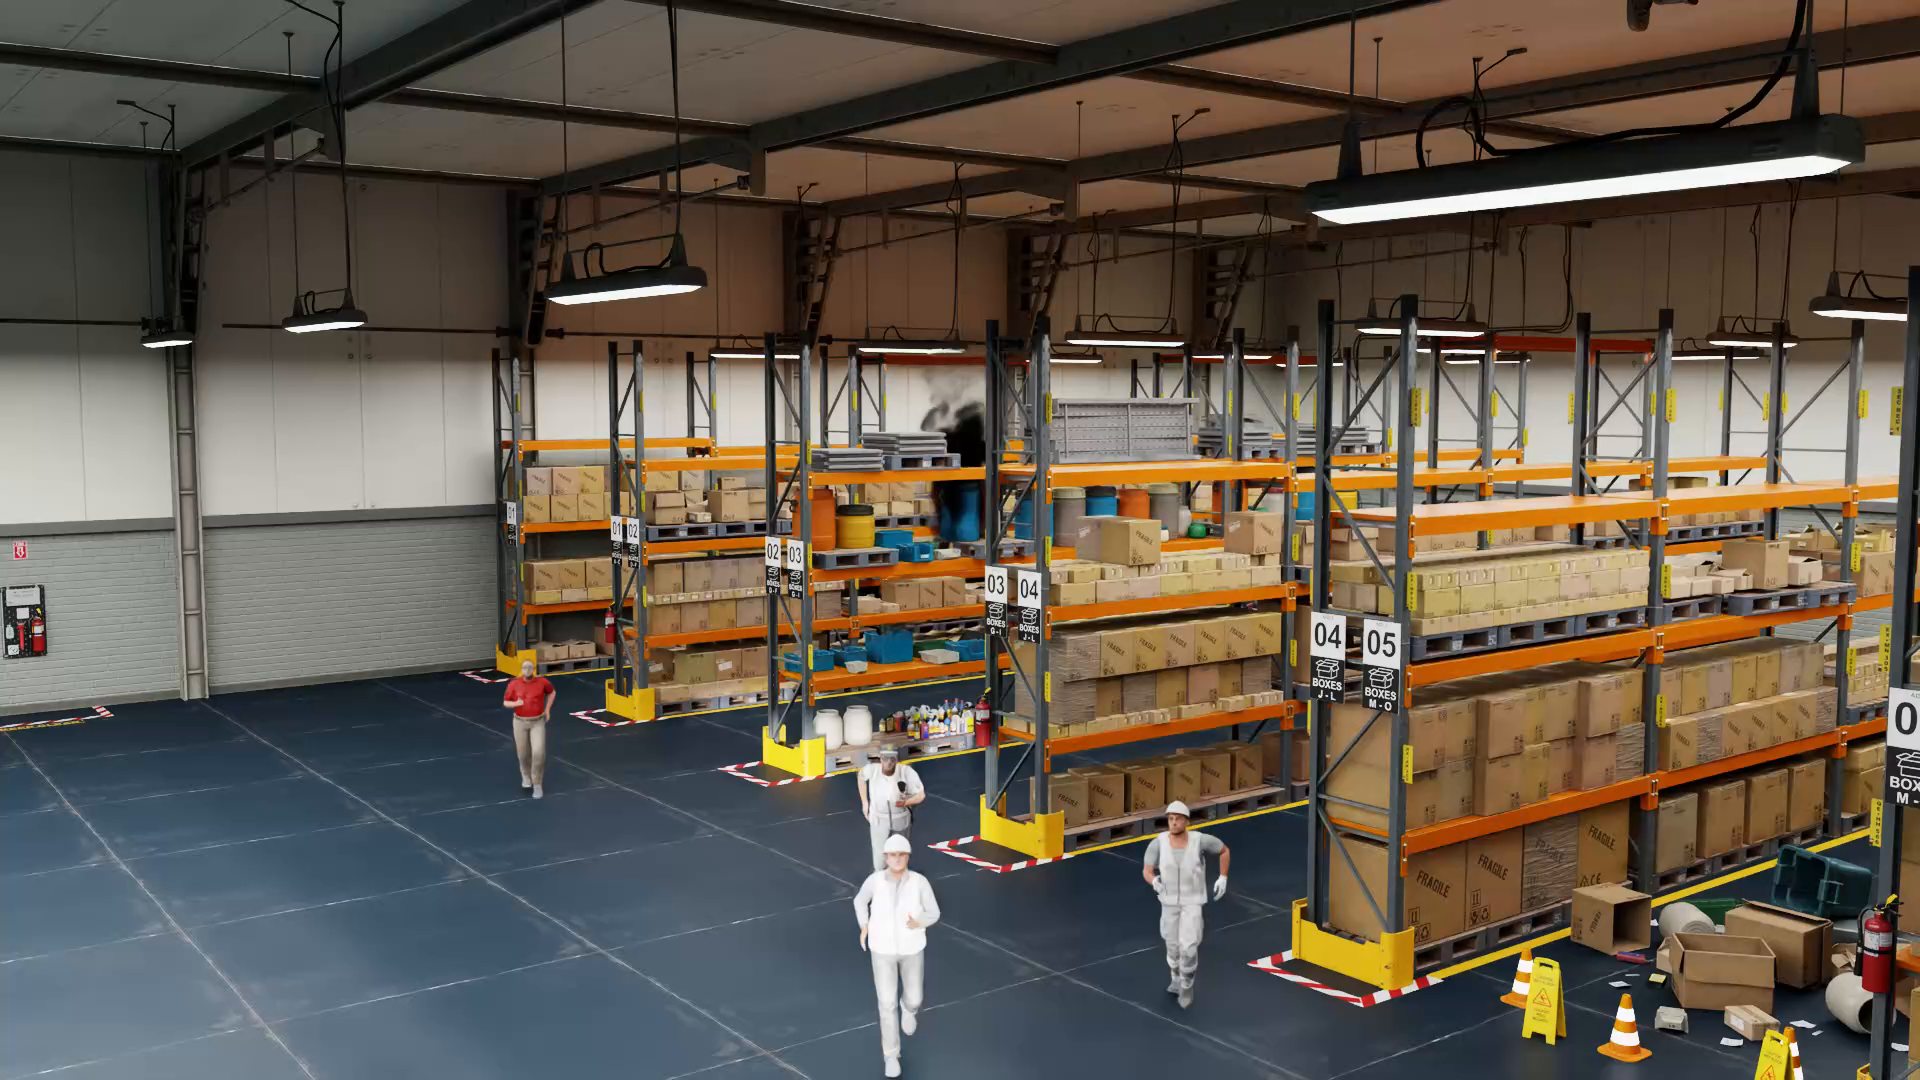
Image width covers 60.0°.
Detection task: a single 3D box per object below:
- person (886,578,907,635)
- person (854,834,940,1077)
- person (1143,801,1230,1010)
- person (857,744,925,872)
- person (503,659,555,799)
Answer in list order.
[{"bbox_3d":[-1.164,1.542,31.986,0.834,1.623,0.588,-4,6,-39],"label":"person"},{"bbox_3d":[-0.488,3.150,12.872,0.666,1.750,0.929,0,5,-4],"label":"person"},{"bbox_3d":[1.873,3.046,13.912,0.681,1.753,0.861,2,5,21],"label":"person"},{"bbox_3d":[-0.691,2.857,16.637,0.657,1.798,0.990,0,5,-5],"label":"person"},{"bbox_3d":[-5.555,2.467,21.462,0.640,1.724,0.748,-1,5,-11],"label":"person"}]
